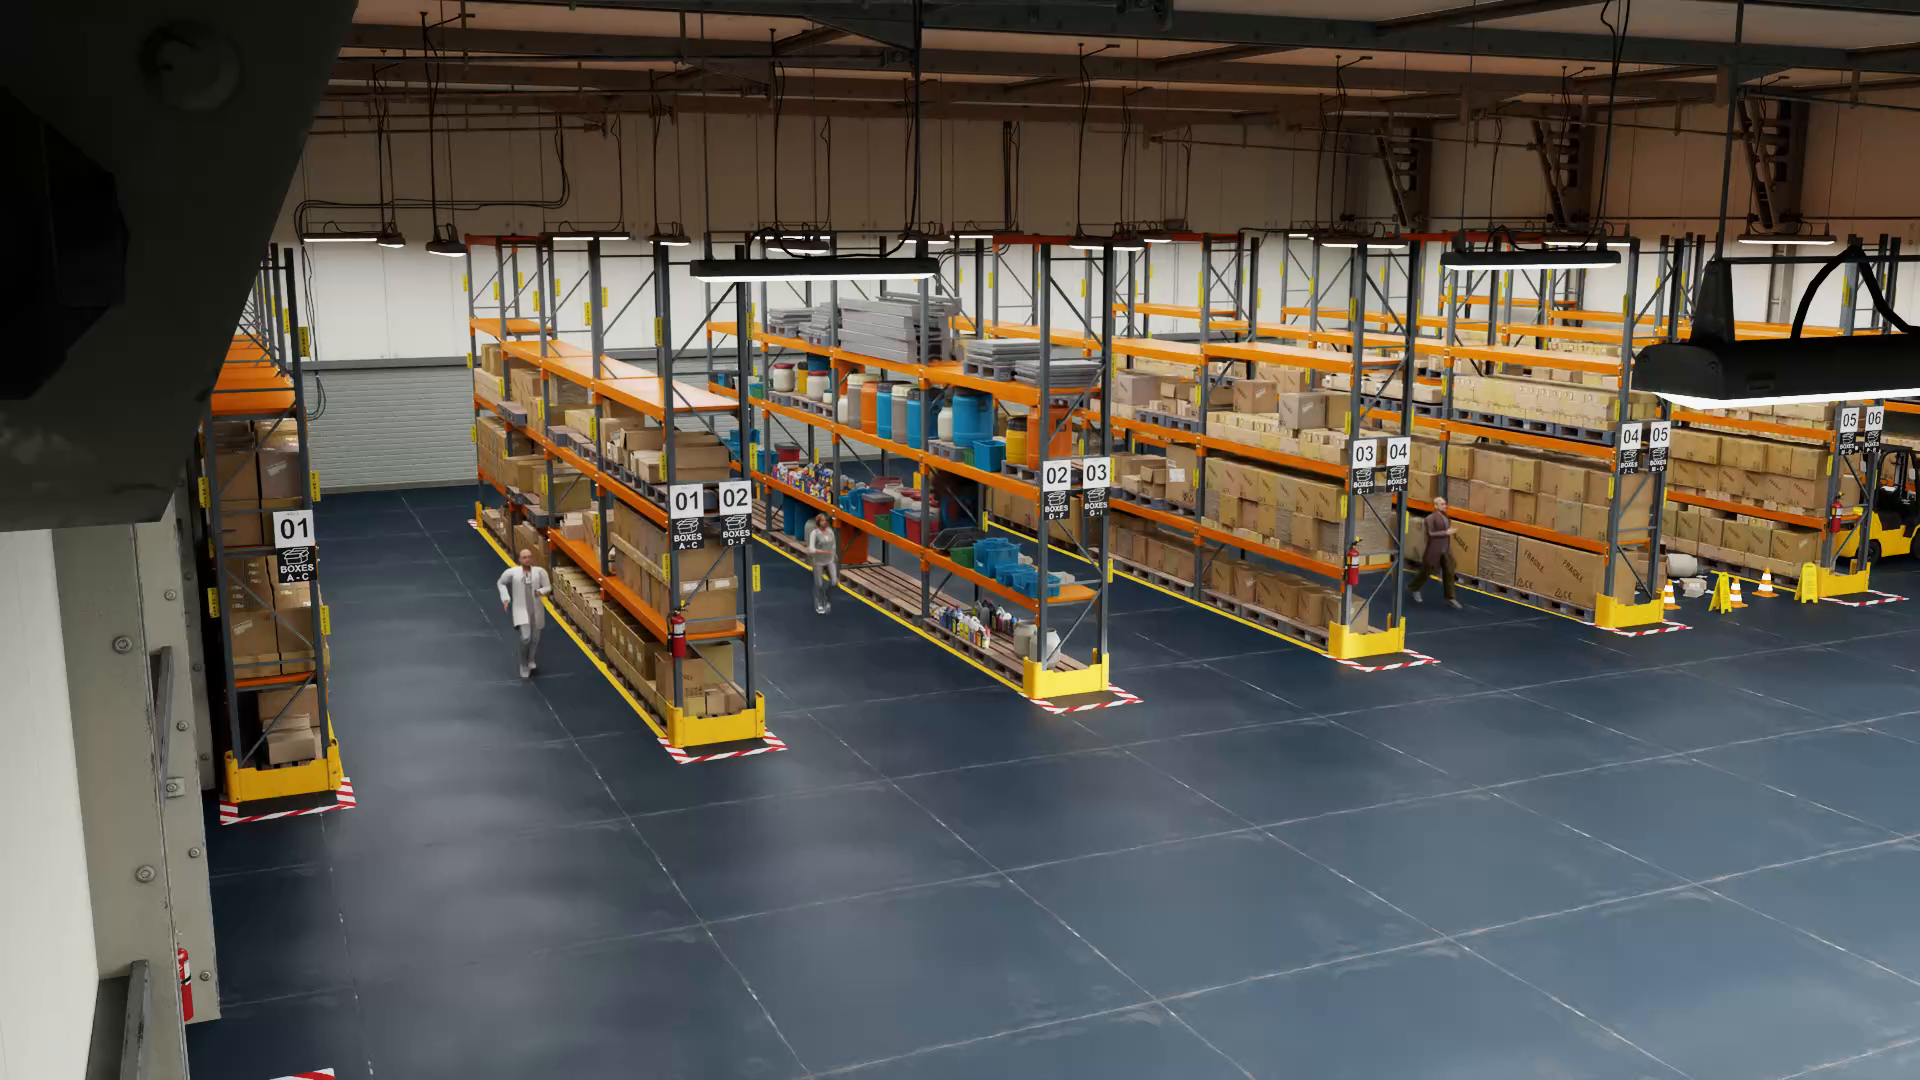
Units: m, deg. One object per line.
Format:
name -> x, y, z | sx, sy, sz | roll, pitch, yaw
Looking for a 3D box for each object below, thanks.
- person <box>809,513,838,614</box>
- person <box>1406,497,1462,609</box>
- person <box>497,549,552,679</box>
person -> -2.068, 0.372, 25.510 | 0.515, 1.589, 0.610 | -6, 12, -28
person -> 7.830, 0.182, 27.321 | 0.686, 1.795, 1.013 | -8, 13, -35
person -> -6.027, 1.028, 23.204 | 0.672, 1.813, 0.764 | -6, 13, -29
